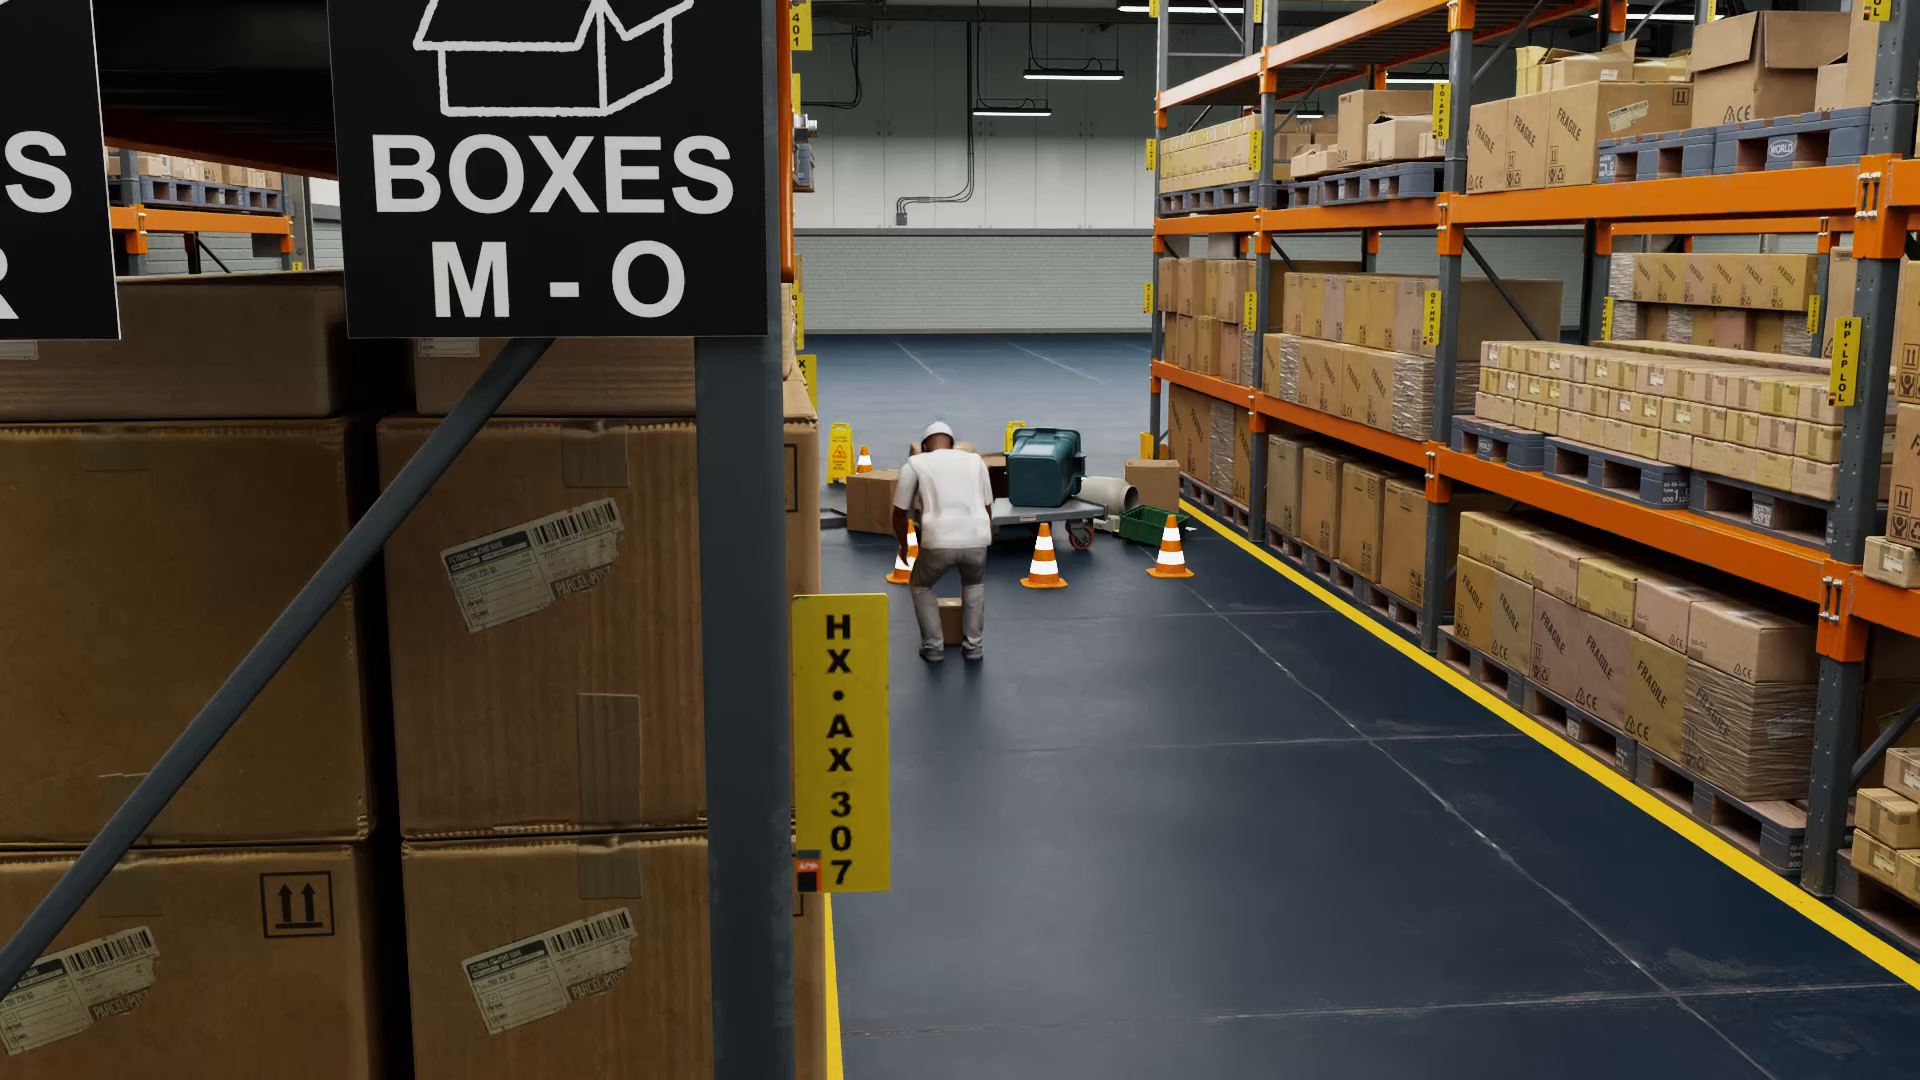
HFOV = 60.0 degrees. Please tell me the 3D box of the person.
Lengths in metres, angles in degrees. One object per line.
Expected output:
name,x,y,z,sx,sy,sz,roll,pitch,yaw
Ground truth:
person,-0.096,0.012,10.250,0.631,1.428,0.747,-2,10,-9
